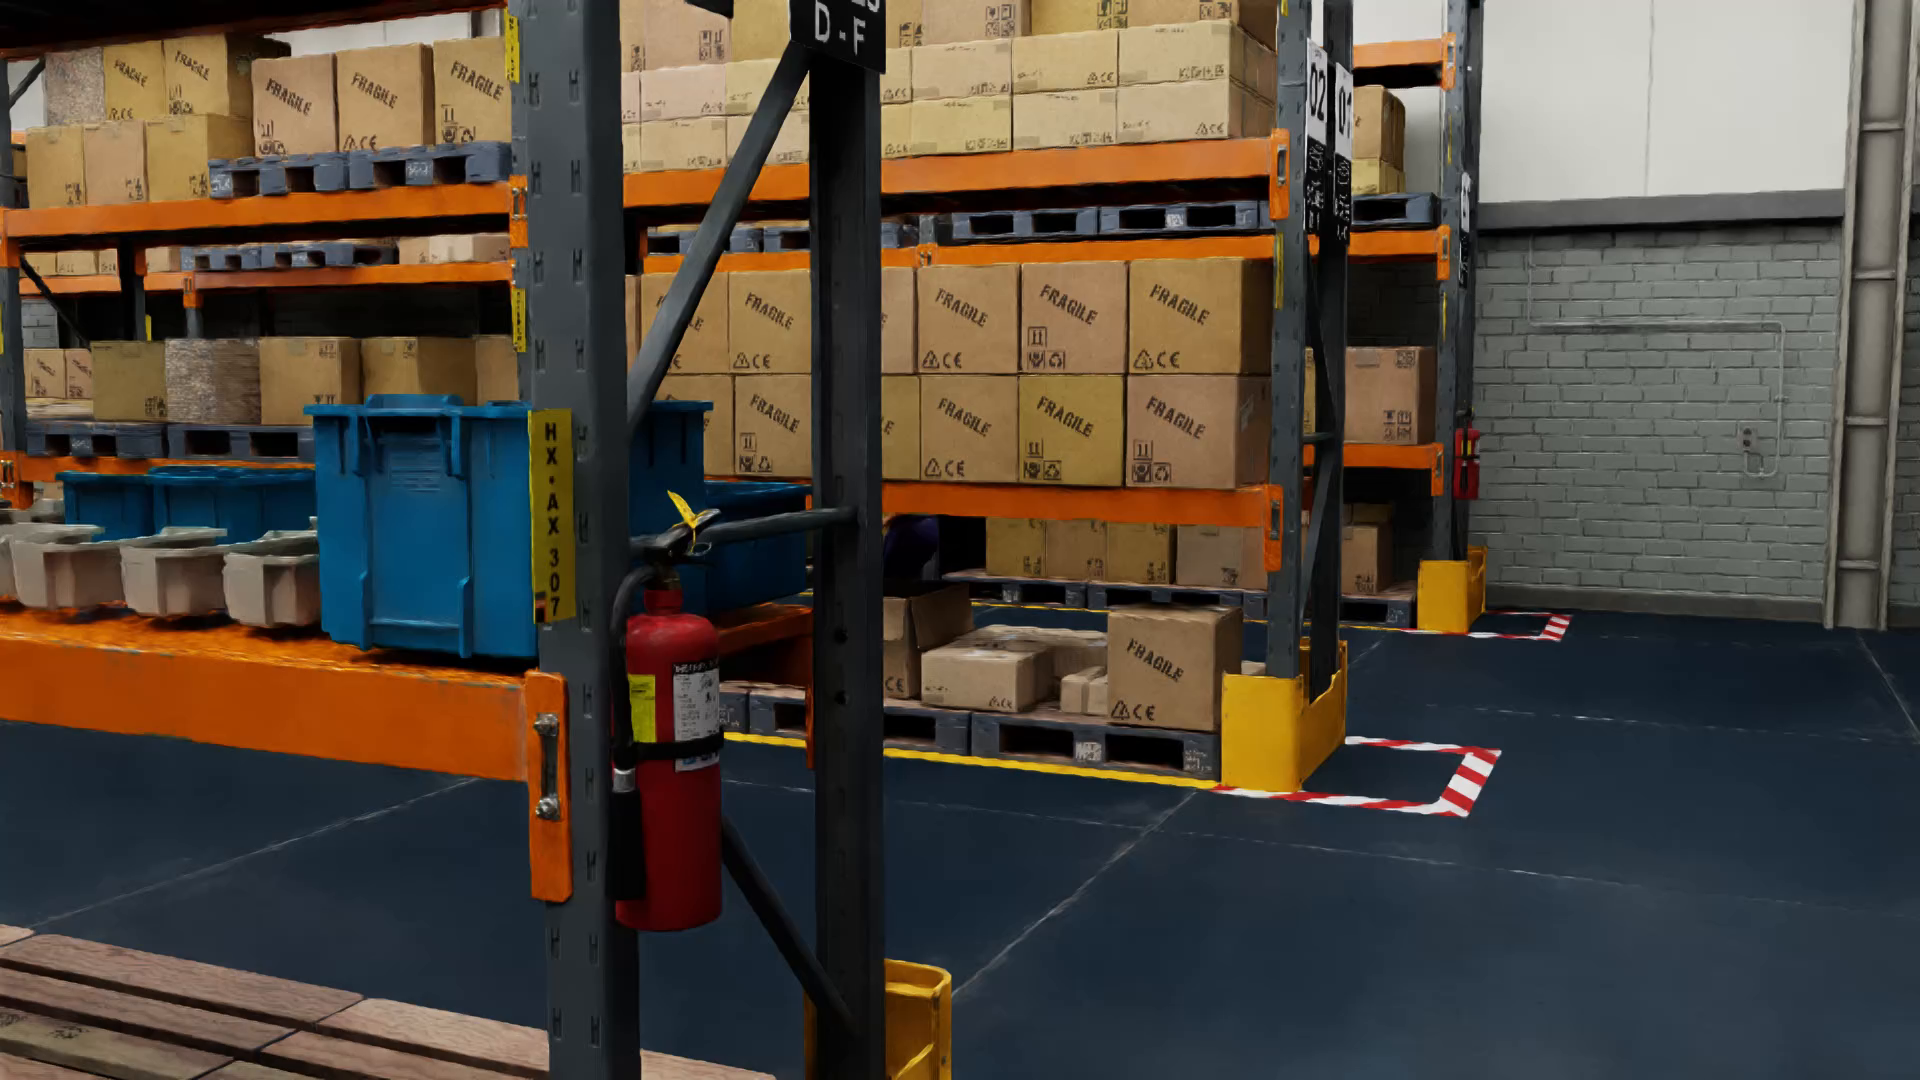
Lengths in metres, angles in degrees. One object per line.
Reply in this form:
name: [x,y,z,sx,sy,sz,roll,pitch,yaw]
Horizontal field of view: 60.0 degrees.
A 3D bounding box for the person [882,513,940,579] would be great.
person: [-0.350,-0.022,10.214,0.485,1.612,0.663,0,6,-3]
